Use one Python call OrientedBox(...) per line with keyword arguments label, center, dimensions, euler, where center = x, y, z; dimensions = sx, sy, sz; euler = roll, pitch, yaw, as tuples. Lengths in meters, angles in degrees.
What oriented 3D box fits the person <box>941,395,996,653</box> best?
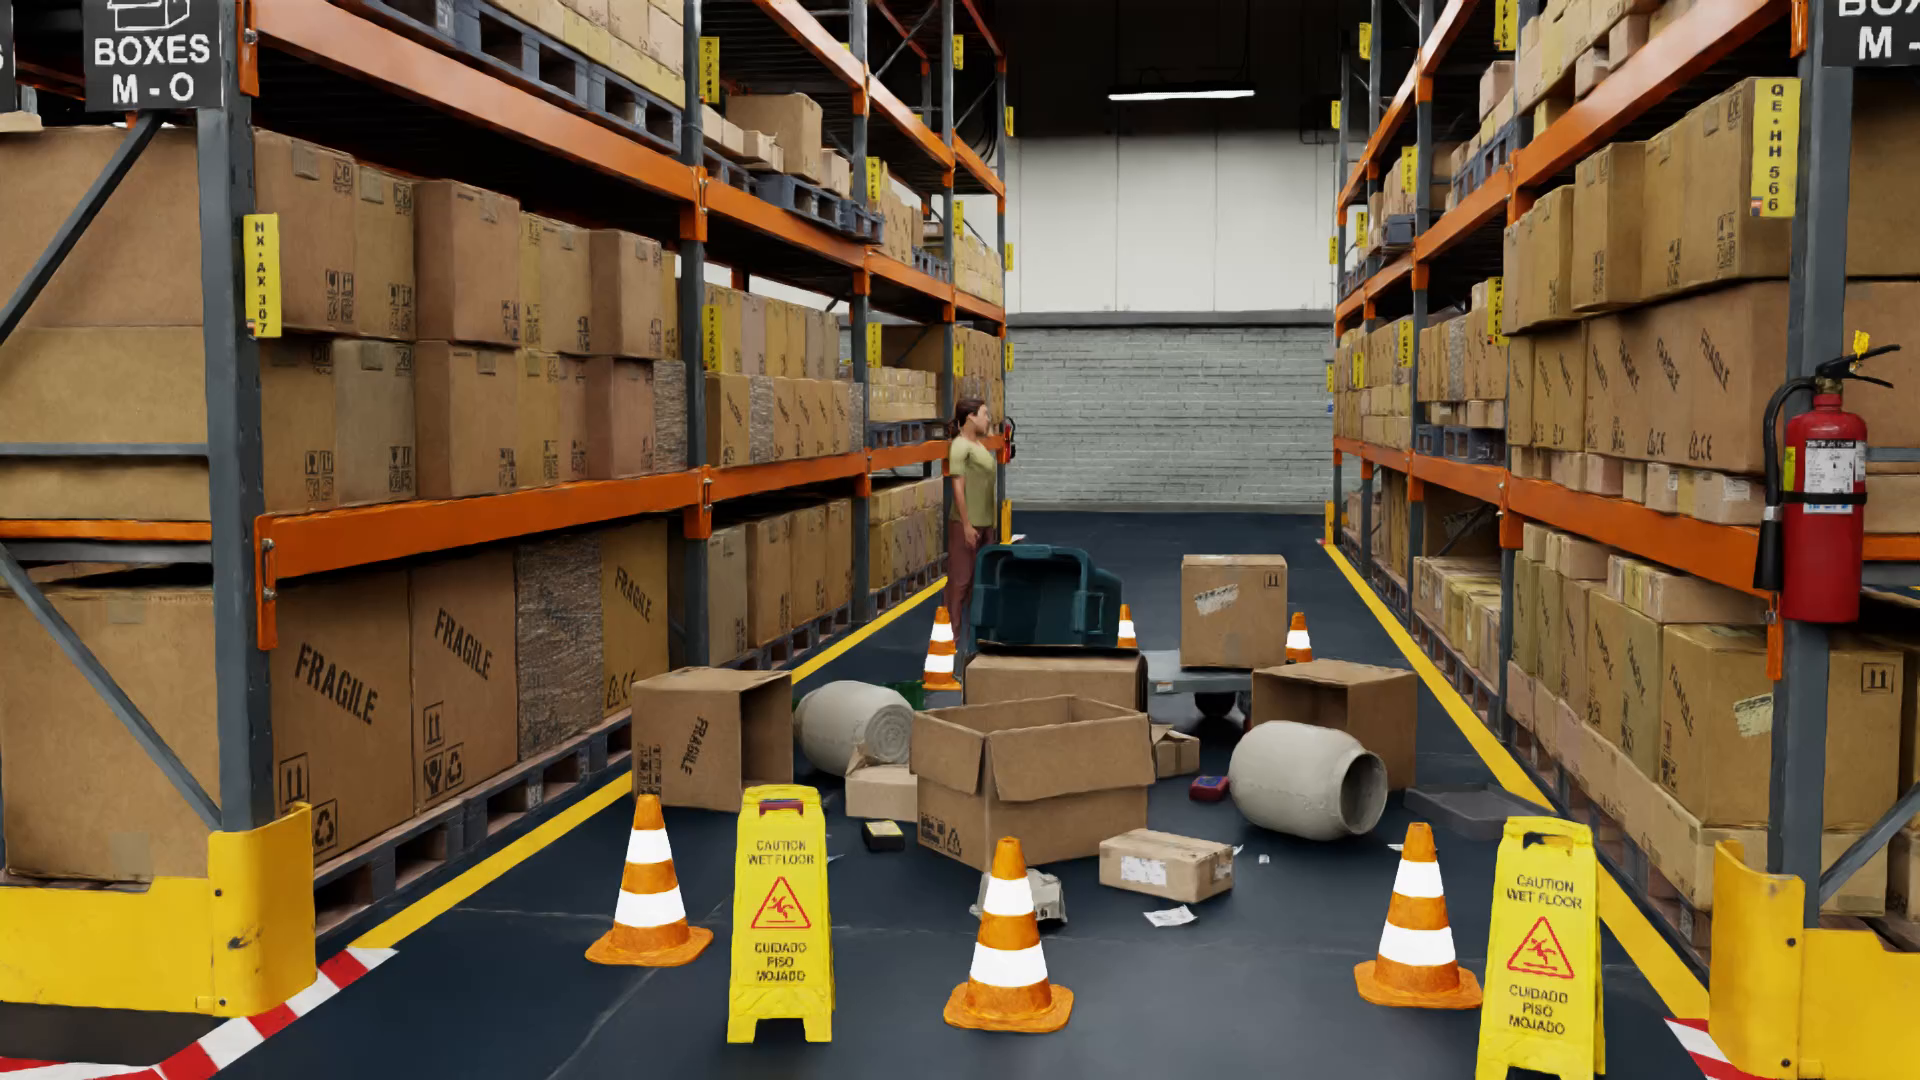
OrientedBox(label="person", center=(0.076, -0.088, 10.667), dimensions=(0.412, 1.669, 0.594), euler=(2, 5, 21))
